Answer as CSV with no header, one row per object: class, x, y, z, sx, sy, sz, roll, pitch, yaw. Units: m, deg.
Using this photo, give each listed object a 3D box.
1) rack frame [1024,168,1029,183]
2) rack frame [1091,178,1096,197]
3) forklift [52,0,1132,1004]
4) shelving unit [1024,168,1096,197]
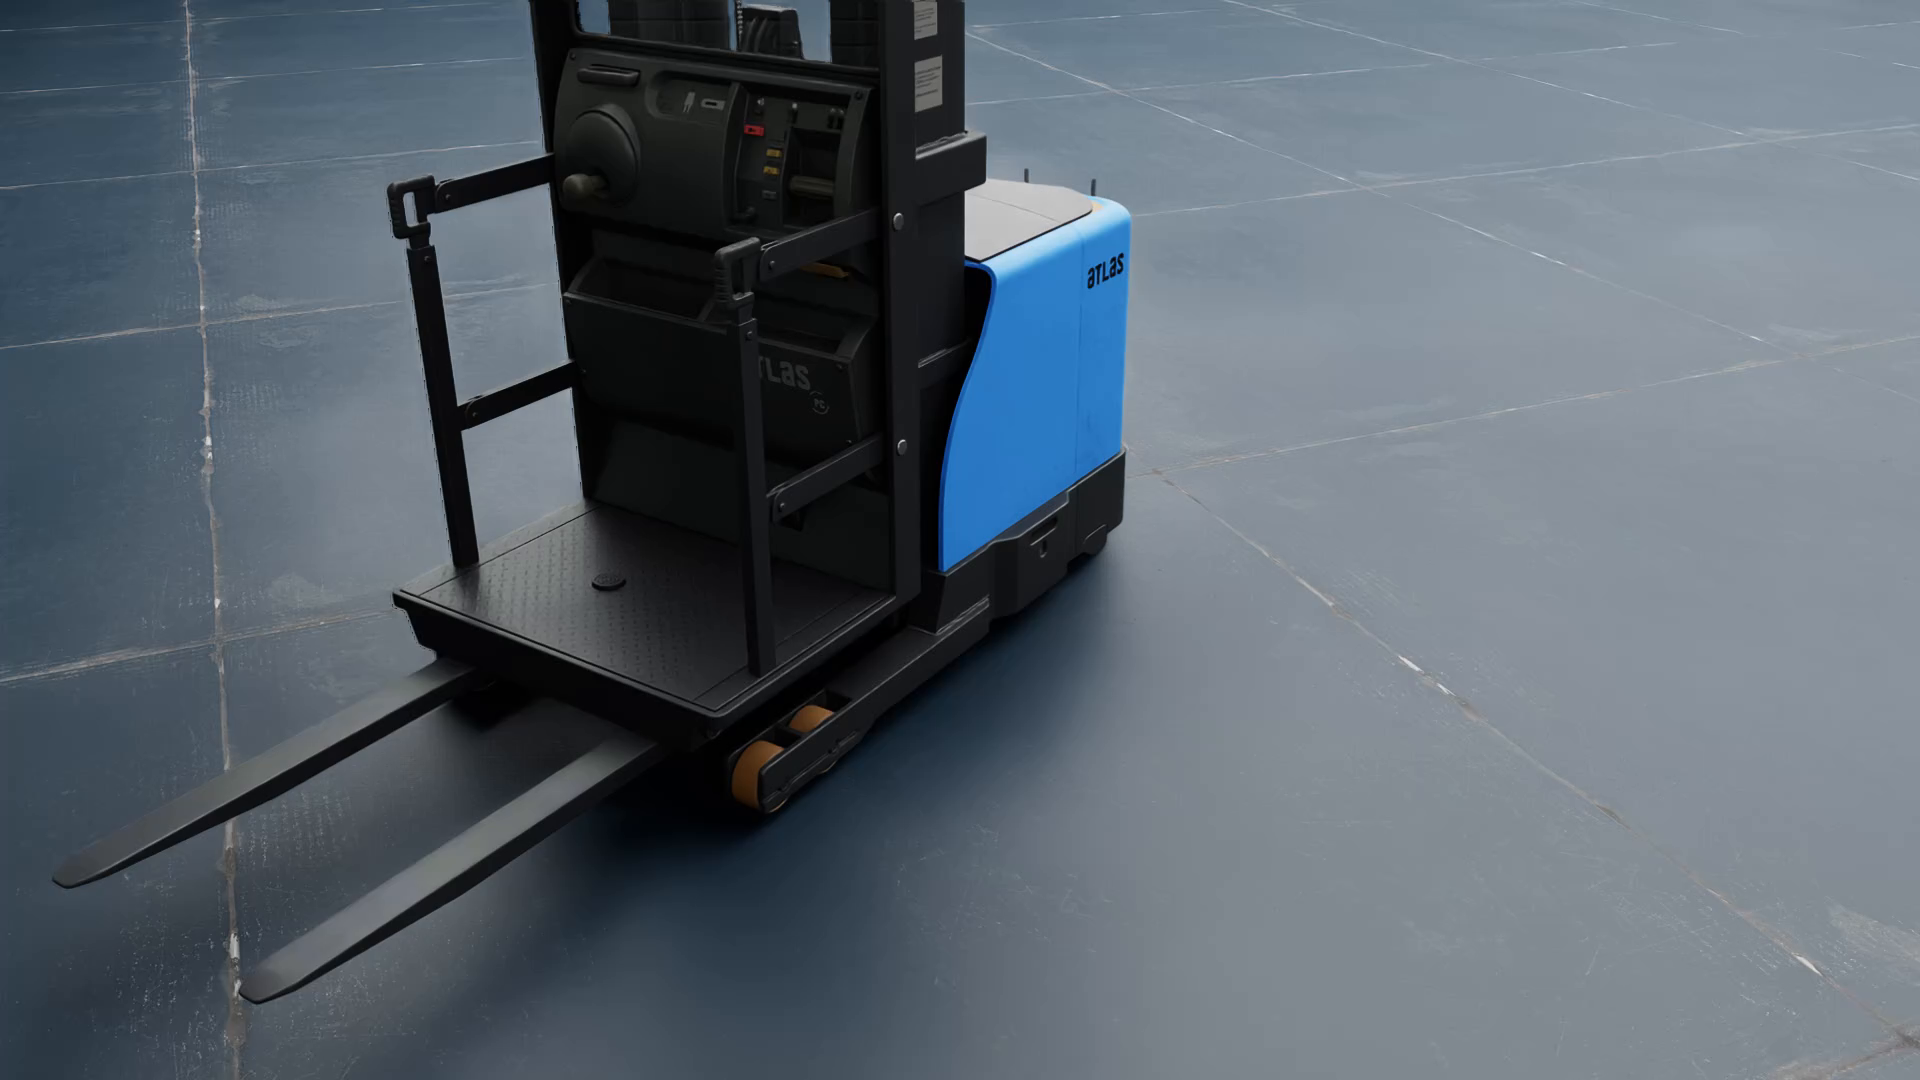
rack frame,0.161,-0.671,5.428,0.008,1.050,0.200,16,30,30
rack frame,0.364,-0.612,5.307,0.008,1.050,0.200,16,30,30
forklift,-0.720,-0.910,3.773,1.130,2.935,3.031,16,30,30
shelving unit,0.262,-0.642,5.367,0.252,1.050,0.215,16,30,30
